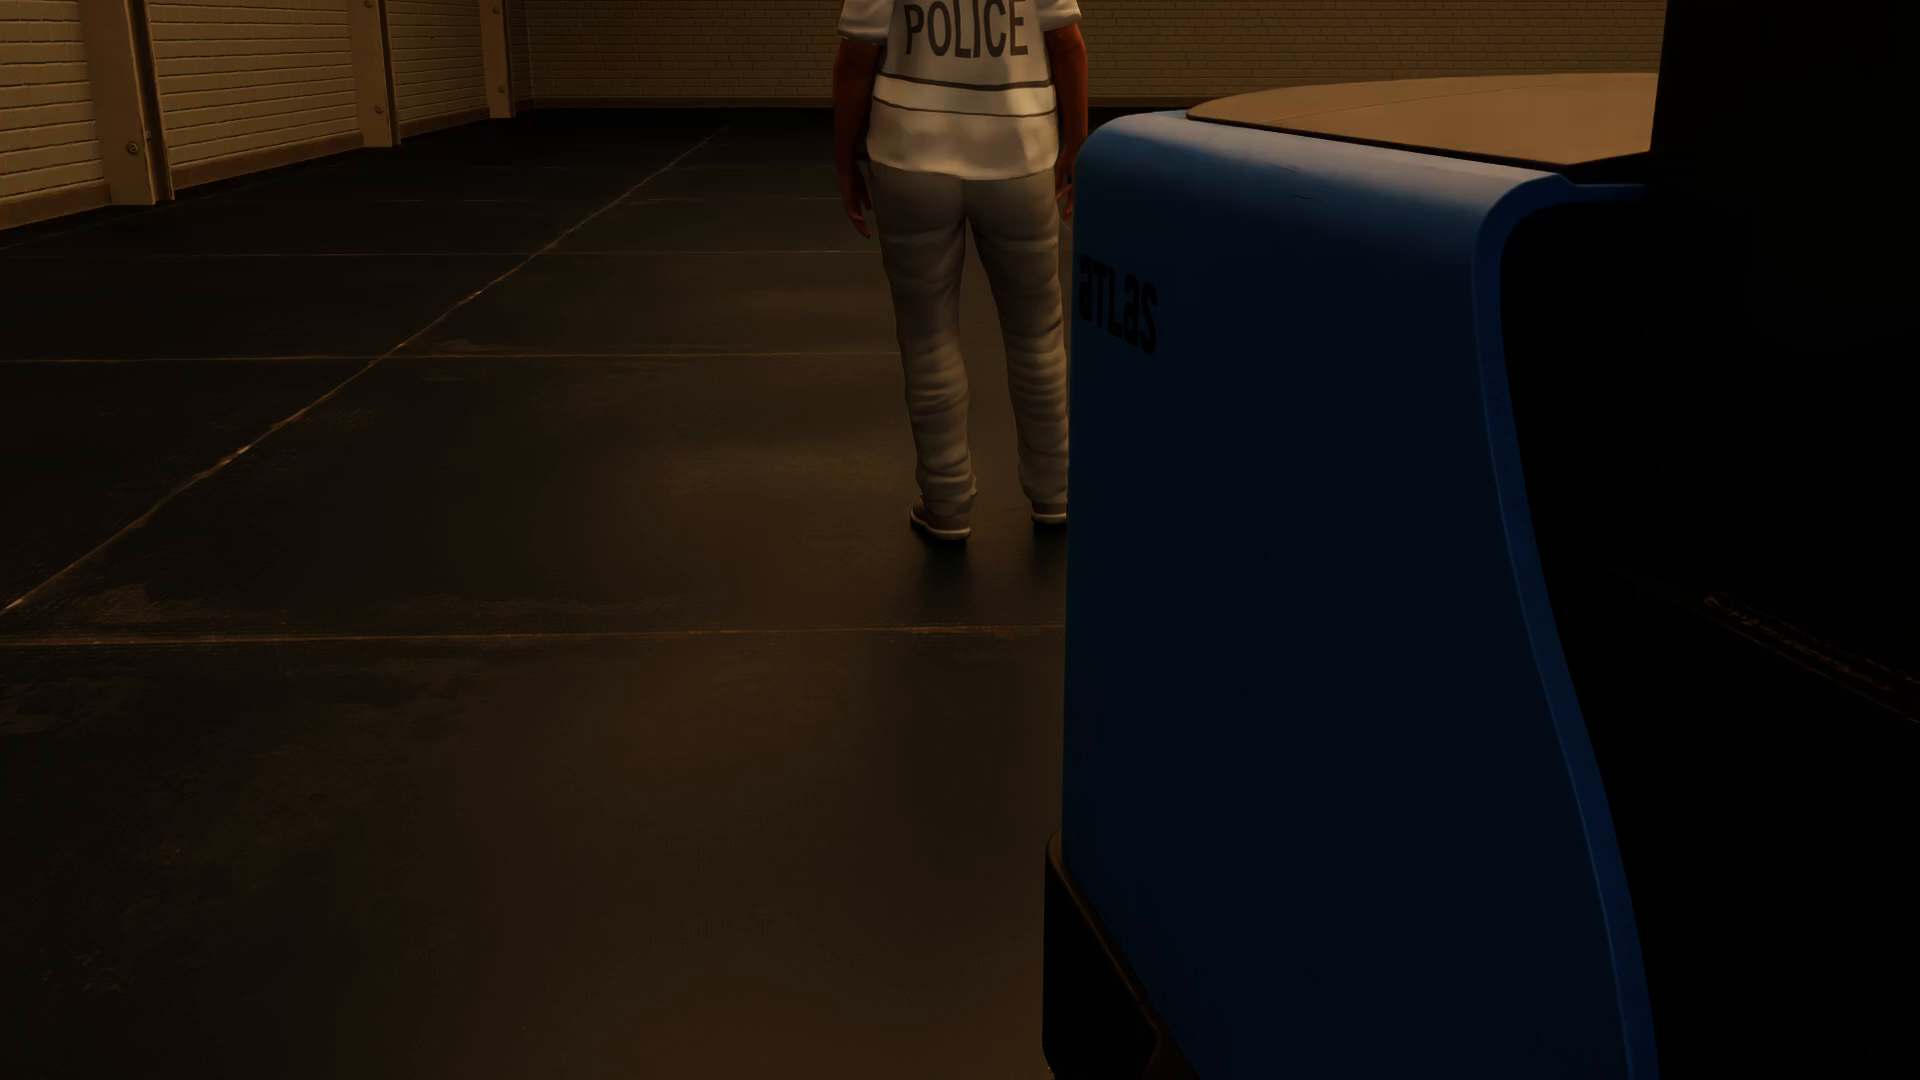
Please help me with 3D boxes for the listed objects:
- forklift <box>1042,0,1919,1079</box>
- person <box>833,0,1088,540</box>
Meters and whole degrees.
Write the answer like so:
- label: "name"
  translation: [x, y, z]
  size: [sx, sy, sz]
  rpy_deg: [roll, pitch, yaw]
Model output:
- label: "forklift"
  translation: [0.933, -0.400, 0.217]
  size: [1.130, 2.935, 3.031]
  rpy_deg: [-4, 17, -13]
- label: "person"
  translation: [0.019, -0.828, 3.747]
  size: [0.598, 1.670, 0.527]
  rpy_deg: [-1, 17, -3]
